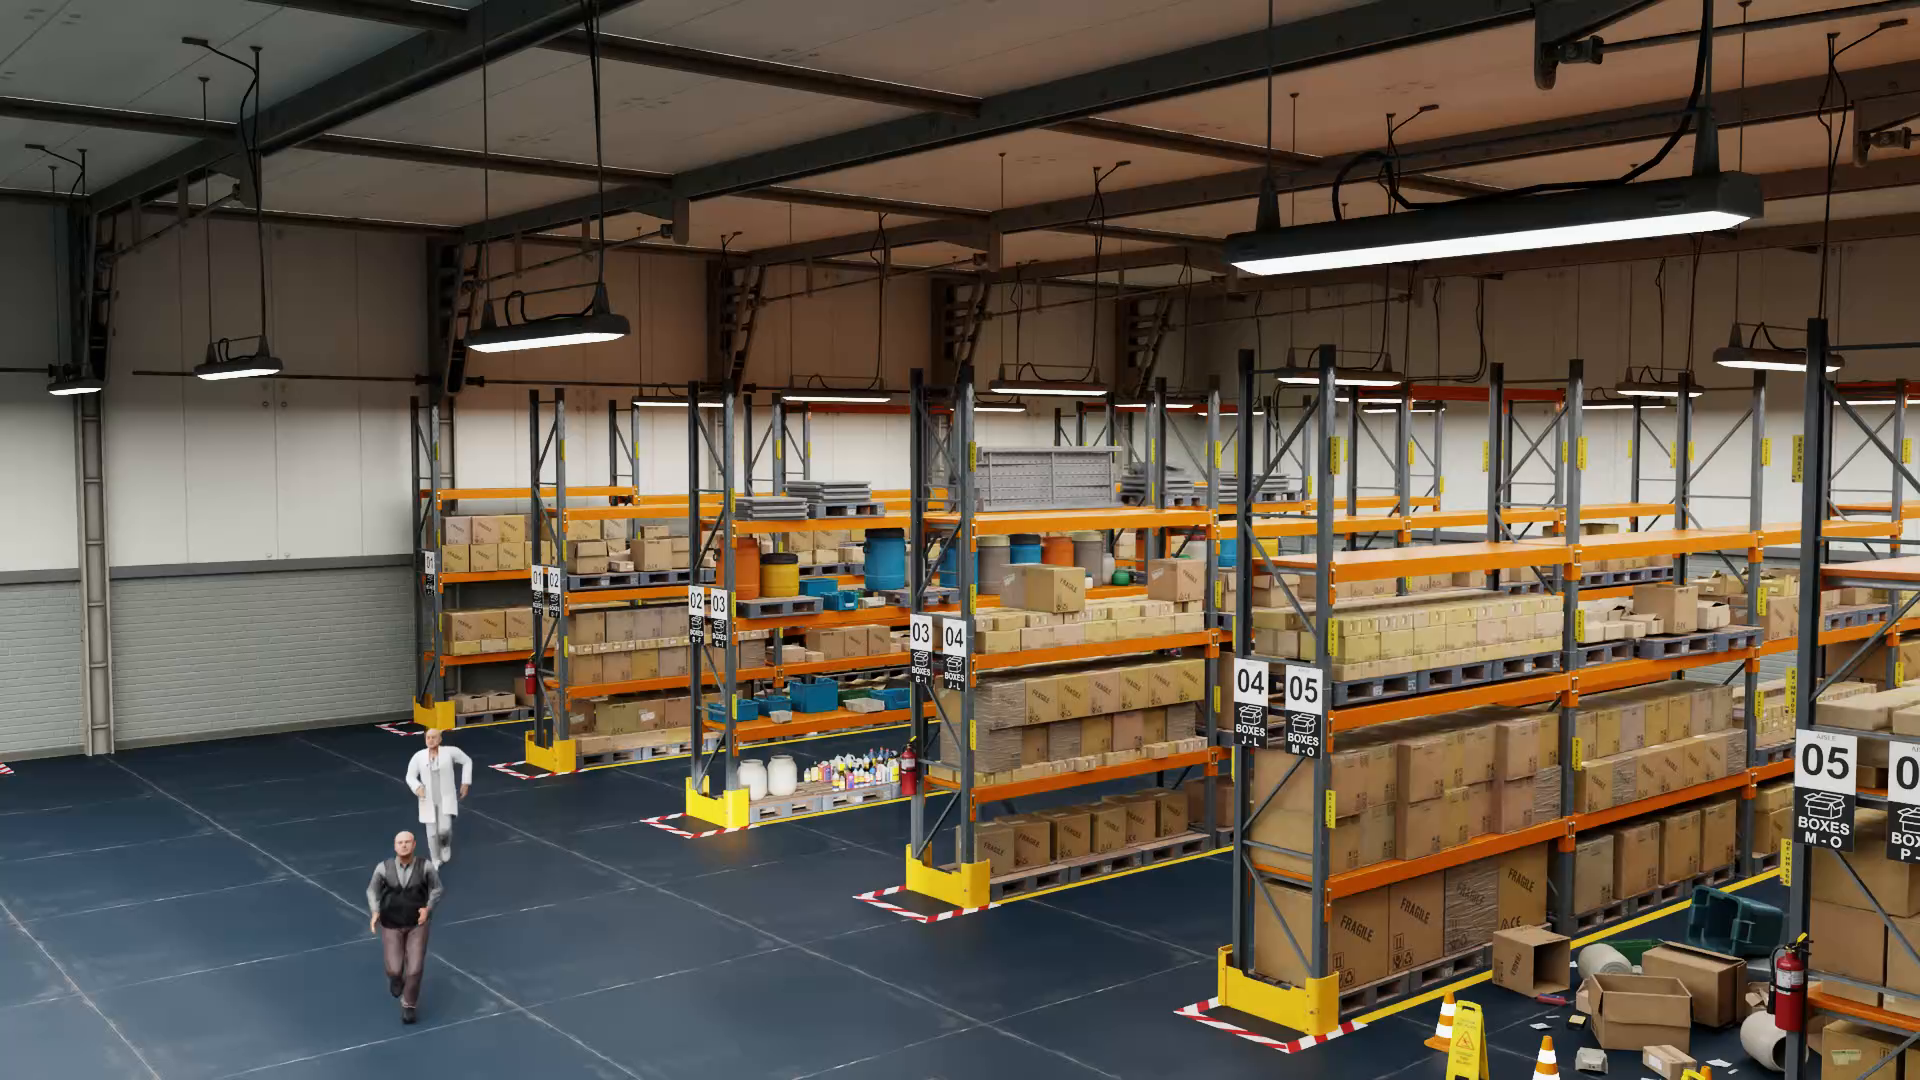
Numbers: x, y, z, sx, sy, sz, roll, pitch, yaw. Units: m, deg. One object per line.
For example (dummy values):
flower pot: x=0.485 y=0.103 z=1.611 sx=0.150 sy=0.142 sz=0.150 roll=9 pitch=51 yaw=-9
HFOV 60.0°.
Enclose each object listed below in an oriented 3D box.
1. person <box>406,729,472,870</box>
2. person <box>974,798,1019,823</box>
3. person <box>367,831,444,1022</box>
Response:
person: x=-6.249 y=3.119 z=19.915 sx=0.738 sy=1.732 sz=0.748 roll=-1 pitch=3 yaw=-9
person: x=0.409 y=2.974 z=21.655 sx=0.698 sy=1.757 sz=0.984 roll=2 pitch=4 yaw=36
person: x=-5.005 y=3.451 z=14.937 sx=0.616 sy=1.679 sz=0.583 roll=-1 pitch=4 yaw=-16
